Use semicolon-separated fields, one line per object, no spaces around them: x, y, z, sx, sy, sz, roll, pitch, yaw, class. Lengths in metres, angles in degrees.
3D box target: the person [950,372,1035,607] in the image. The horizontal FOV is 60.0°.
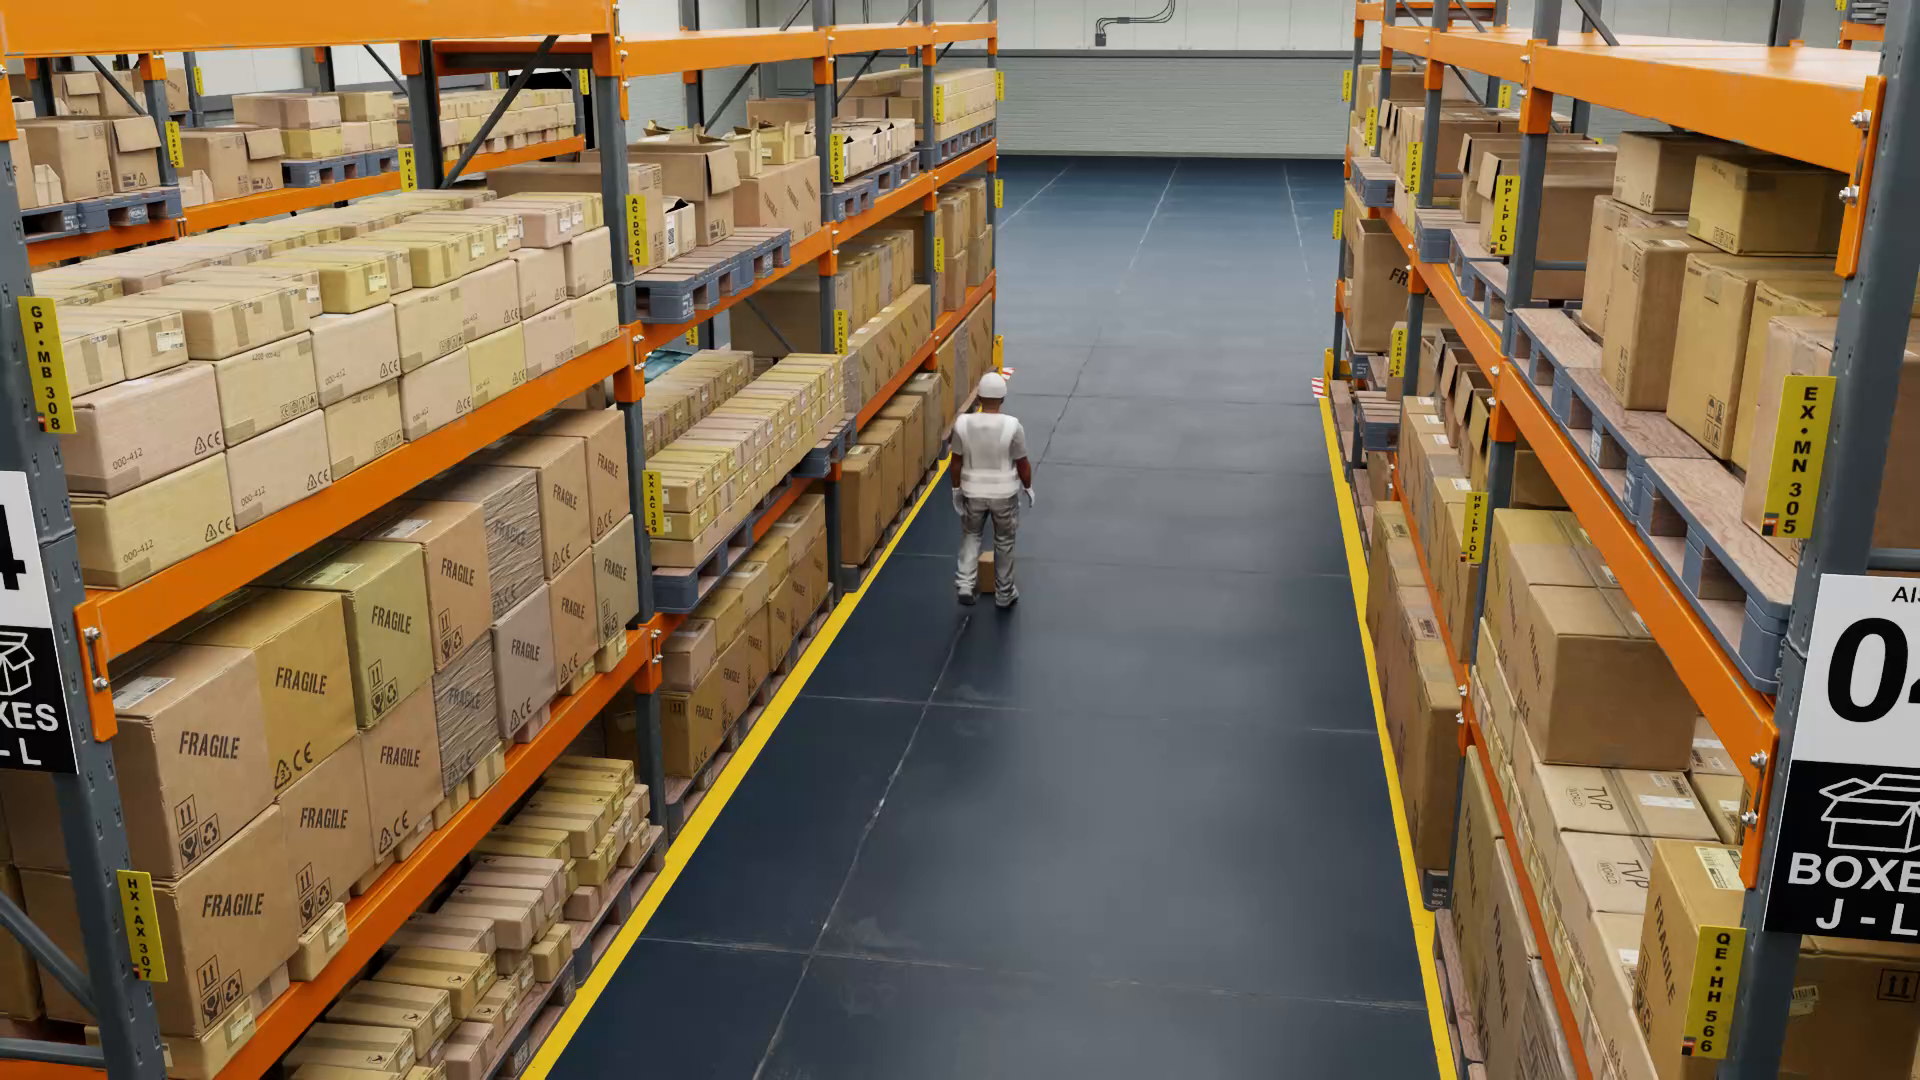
0.243;-0.353;12.066;0.576;1.781;0.615;4;18;14;person
